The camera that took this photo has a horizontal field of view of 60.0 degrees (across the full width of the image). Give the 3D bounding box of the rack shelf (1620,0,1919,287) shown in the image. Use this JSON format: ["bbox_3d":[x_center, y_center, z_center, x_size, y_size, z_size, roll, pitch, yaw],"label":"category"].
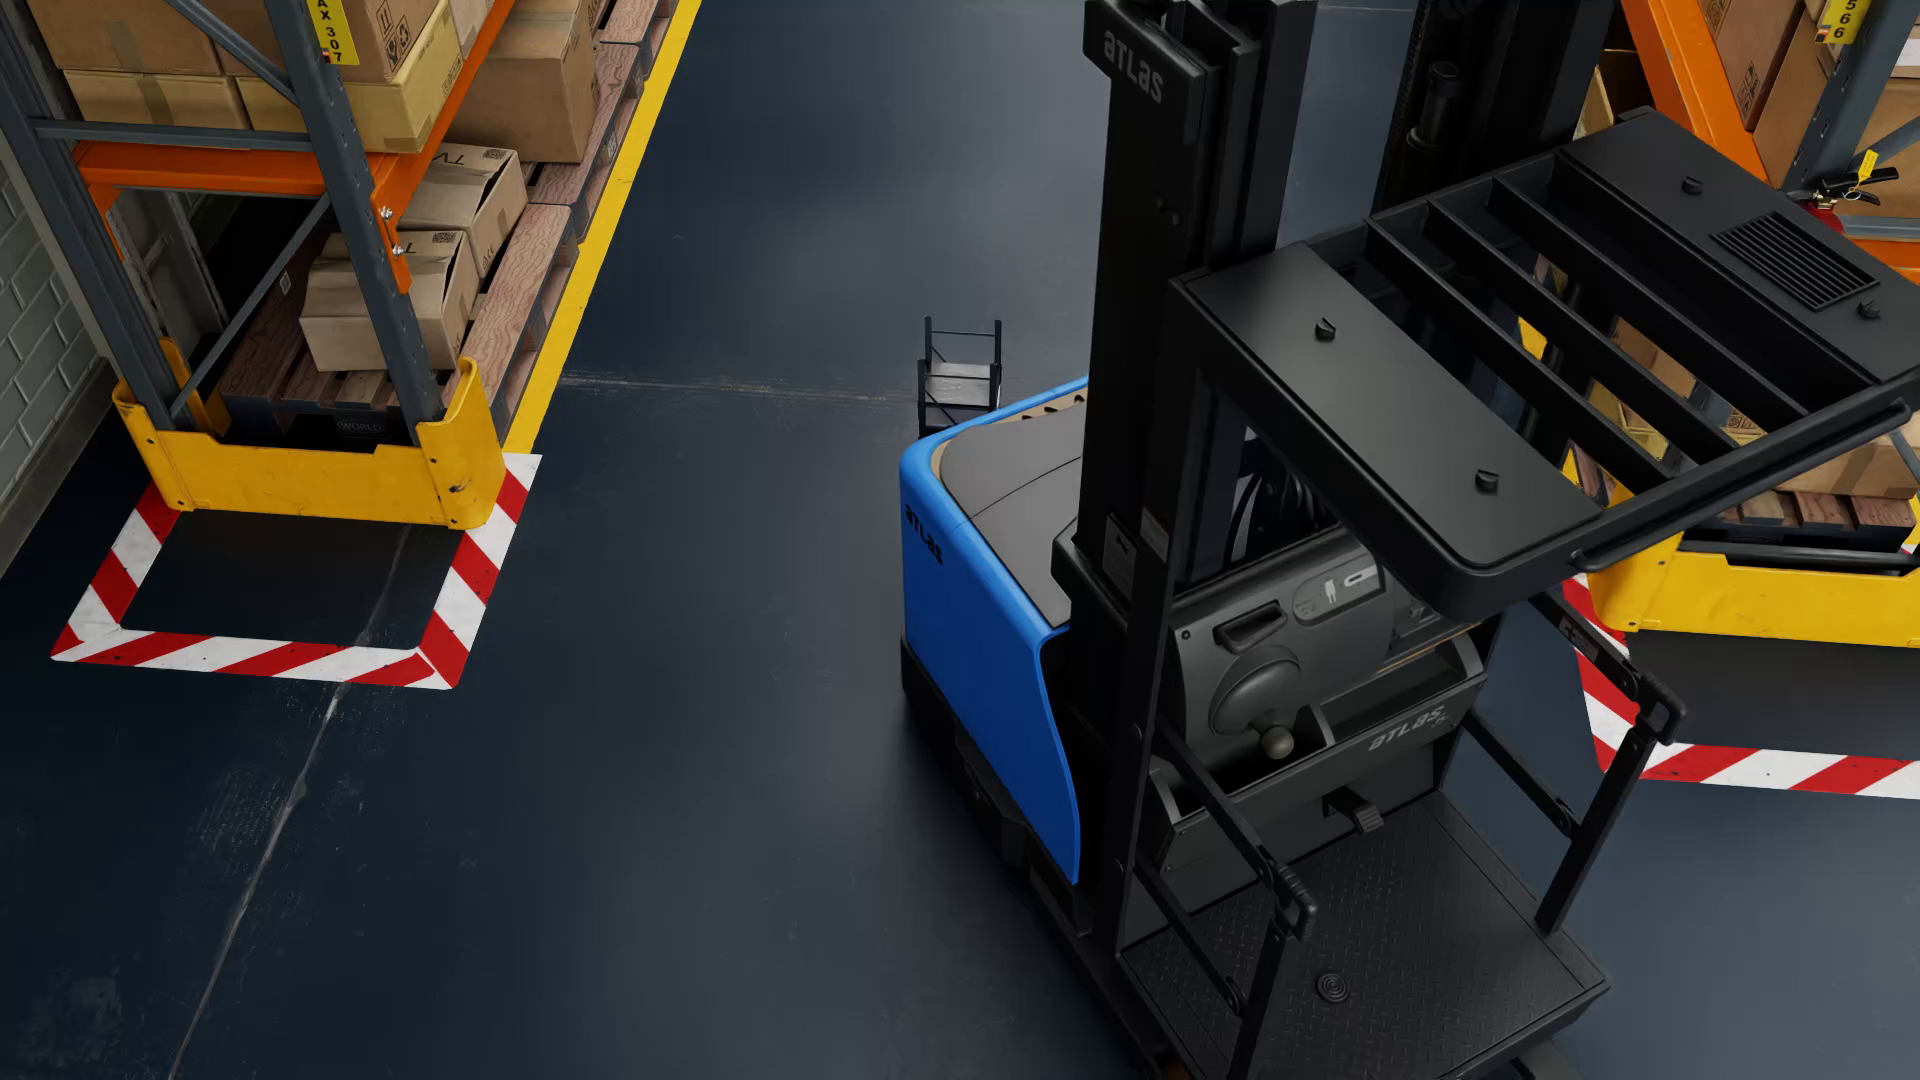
[{"bbox_3d":[2.887,-2.050,6.080,1.077,0.370,4.000,4,48,4],"label":"rack shelf"}]

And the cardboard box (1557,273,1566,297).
[{"bbox_3d":[2.493,-0.819,6.045,0.500,0.250,0.500,4,48,4],"label":"cardboard box"}]

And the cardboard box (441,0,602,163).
[{"bbox_3d":[-1.907,-1.916,6.865,0.700,0.500,0.500,1,48,1],"label":"cardboard box"}]

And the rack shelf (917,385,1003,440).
[{"bbox_3d":[0.001,-0.409,5.315,0.258,0.077,0.200,4,48,4],"label":"rack shelf"}]

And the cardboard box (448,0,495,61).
[{"bbox_3d":[-1.835,-1.830,5.479,0.500,0.250,0.500,3,48,2],"label":"cardboard box"}]

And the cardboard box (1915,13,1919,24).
[{"bbox_3d":[2.765,-1.676,4.303,0.700,0.500,0.500,4,48,4],"label":"cardboard box"}]

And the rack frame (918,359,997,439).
[{"bbox_3d":[-0.009,-0.235,5.355,0.240,0.900,0.006,4,48,4],"label":"rack frame"}]

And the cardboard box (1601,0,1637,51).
[{"bbox_3d":[2.581,-1.807,6.441,0.500,0.500,0.500,4,48,4],"label":"cardboard box"}]

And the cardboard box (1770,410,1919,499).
[{"bbox_3d":[2.976,-0.416,5.677,0.500,0.250,0.500,4,48,4],"label":"cardboard box"}]

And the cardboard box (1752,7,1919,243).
[{"bbox_3d":[2.760,-1.199,4.746,0.700,0.500,0.500,4,48,4],"label":"cardboard box"}]

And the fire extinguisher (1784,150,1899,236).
[{"bbox_3d":[2.232,-0.742,4.448,0.296,0.674,0.183,4,48,4],"label":"fire extinguisher"}]

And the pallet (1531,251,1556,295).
[{"bbox_3d":[2.847,-1.341,6.833,1.003,0.211,1.213,4,48,4],"label":"pallet"}]

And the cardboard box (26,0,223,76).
[{"bbox_3d":[-2.397,-1.724,4.874,0.500,0.500,0.500,3,48,3],"label":"cardboard box"}]

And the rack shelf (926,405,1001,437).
[{"bbox_3d":[0.001,-0.348,5.382,0.258,0.077,0.200,4,48,4],"label":"rack shelf"}]

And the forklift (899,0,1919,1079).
[{"bbox_3d":[0.969,0.263,3.523,1.130,2.935,3.031,-22,51,-19],"label":"forklift"}]

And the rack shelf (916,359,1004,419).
[{"bbox_3d":[0.001,-0.469,5.249,0.258,0.077,0.200,4,48,4],"label":"rack shelf"}]

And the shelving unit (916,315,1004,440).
[{"bbox_3d":[0.001,-0.310,5.423,0.258,0.900,0.210,4,48,4],"label":"shelving unit"}]

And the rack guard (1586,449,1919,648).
[{"bbox_3d":[2.703,0.038,5.377,1.175,0.500,0.348,4,48,4],"label":"rack guard"}]

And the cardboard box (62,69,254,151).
[{"bbox_3d":[-2.379,-1.466,5.147,0.500,0.250,0.500,4,48,4],"label":"cardboard box"}]

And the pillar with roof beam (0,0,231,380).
[{"bbox_3d":[1.261,-3.462,2.818,9.100,9.000,0.400,4,48,4],"label":"pillar with roof beam"}]

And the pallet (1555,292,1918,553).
[{"bbox_3d":[2.733,-0.447,6.016,1.003,0.211,1.213,4,48,4],"label":"pallet"}]

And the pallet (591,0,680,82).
[{"bbox_3d":[-1.890,-2.656,8.036,1.003,0.211,1.213,4,48,4],"label":"pallet"}]

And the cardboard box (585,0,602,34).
[{"bbox_3d":[-1.919,-2.633,7.521,0.500,0.500,0.500,1,48,1],"label":"cardboard box"}]

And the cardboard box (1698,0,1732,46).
[{"bbox_3d":[2.854,-1.950,5.433,0.700,0.500,0.500,4,48,4],"label":"cardboard box"}]

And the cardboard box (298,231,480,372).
[{"bbox_3d":[-2.076,-0.897,6.062,0.500,0.311,0.500,-1,48,-1],"label":"cardboard box"}]

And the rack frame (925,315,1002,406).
[{"bbox_3d":[0.010,-0.384,5.492,0.240,0.900,0.006,4,48,4],"label":"rack frame"}]

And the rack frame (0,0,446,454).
[{"bbox_3d":[-2.228,-1.154,4.772,1.000,3.000,0.127,4,48,4],"label":"rack frame"}]

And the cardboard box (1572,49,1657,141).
[{"bbox_3d":[2.534,-1.440,6.105,0.500,0.500,0.500,4,48,4],"label":"cardboard box"}]

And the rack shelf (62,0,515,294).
[{"bbox_3d":[-2.046,-2.381,6.382,1.077,0.370,4.000,4,48,4],"label":"rack shelf"}]

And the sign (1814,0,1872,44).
[{"bbox_3d":[2.166,-1.341,3.998,0.100,0.325,0.005,4,48,4],"label":"sign"}]

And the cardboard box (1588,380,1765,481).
[{"bbox_3d":[2.460,-0.451,5.709,0.500,0.250,0.500,4,48,4],"label":"cardboard box"}]

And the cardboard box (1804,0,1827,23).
[{"bbox_3d":[2.573,-1.562,4.639,0.380,0.149,0.250,5,48,5],"label":"cardboard box"}]

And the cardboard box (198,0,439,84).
[{"bbox_3d":[-1.885,-1.694,4.846,0.500,0.500,0.500,4,48,4],"label":"cardboard box"}]

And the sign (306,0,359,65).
[{"bbox_3d":[-1.688,-1.410,4.420,0.100,0.325,0.005,4,48,4],"label":"sign"}]

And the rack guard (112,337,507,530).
[{"bbox_3d":[-2.221,-0.366,5.746,1.175,0.500,0.348,4,48,4],"label":"rack guard"}]

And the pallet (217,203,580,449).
[{"bbox_3d":[-2.112,-0.863,6.396,1.003,0.211,1.213,4,48,4],"label":"pallet"}]

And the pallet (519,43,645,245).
[{"bbox_3d":[-1.998,-1.757,7.214,1.003,0.211,1.213,4,48,4],"label":"pallet"}]

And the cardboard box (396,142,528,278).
[{"bbox_3d":[-2.024,-1.316,6.445,0.500,0.311,0.500,7,48,7],"label":"cardboard box"}]

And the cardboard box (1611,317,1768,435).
[{"bbox_3d":[2.458,-0.704,5.432,0.500,0.500,0.500,4,48,4],"label":"cardboard box"}]

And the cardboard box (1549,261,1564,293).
[{"bbox_3d":[2.537,-1.187,6.381,0.500,0.250,0.500,4,48,4],"label":"cardboard box"}]

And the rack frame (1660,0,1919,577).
[{"bbox_3d":[2.705,-0.823,4.470,1.000,3.000,0.127,4,48,4],"label":"rack frame"}]

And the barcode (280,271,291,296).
[{"bbox_3d":[-2.472,-0.940,6.095,0.001,0.075,0.075,4,48,4],"label":"barcode"}]

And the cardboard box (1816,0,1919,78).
[{"bbox_3d":[2.550,-1.370,4.463,0.380,0.149,0.250,3,48,3],"label":"cardboard box"}]

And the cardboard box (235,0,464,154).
[{"bbox_3d":[-1.868,-1.447,5.129,0.500,0.250,0.500,3,48,2],"label":"cardboard box"}]

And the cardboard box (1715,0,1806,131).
[{"bbox_3d":[2.803,-1.586,5.100,0.700,0.500,0.500,5,48,5],"label":"cardboard box"}]
